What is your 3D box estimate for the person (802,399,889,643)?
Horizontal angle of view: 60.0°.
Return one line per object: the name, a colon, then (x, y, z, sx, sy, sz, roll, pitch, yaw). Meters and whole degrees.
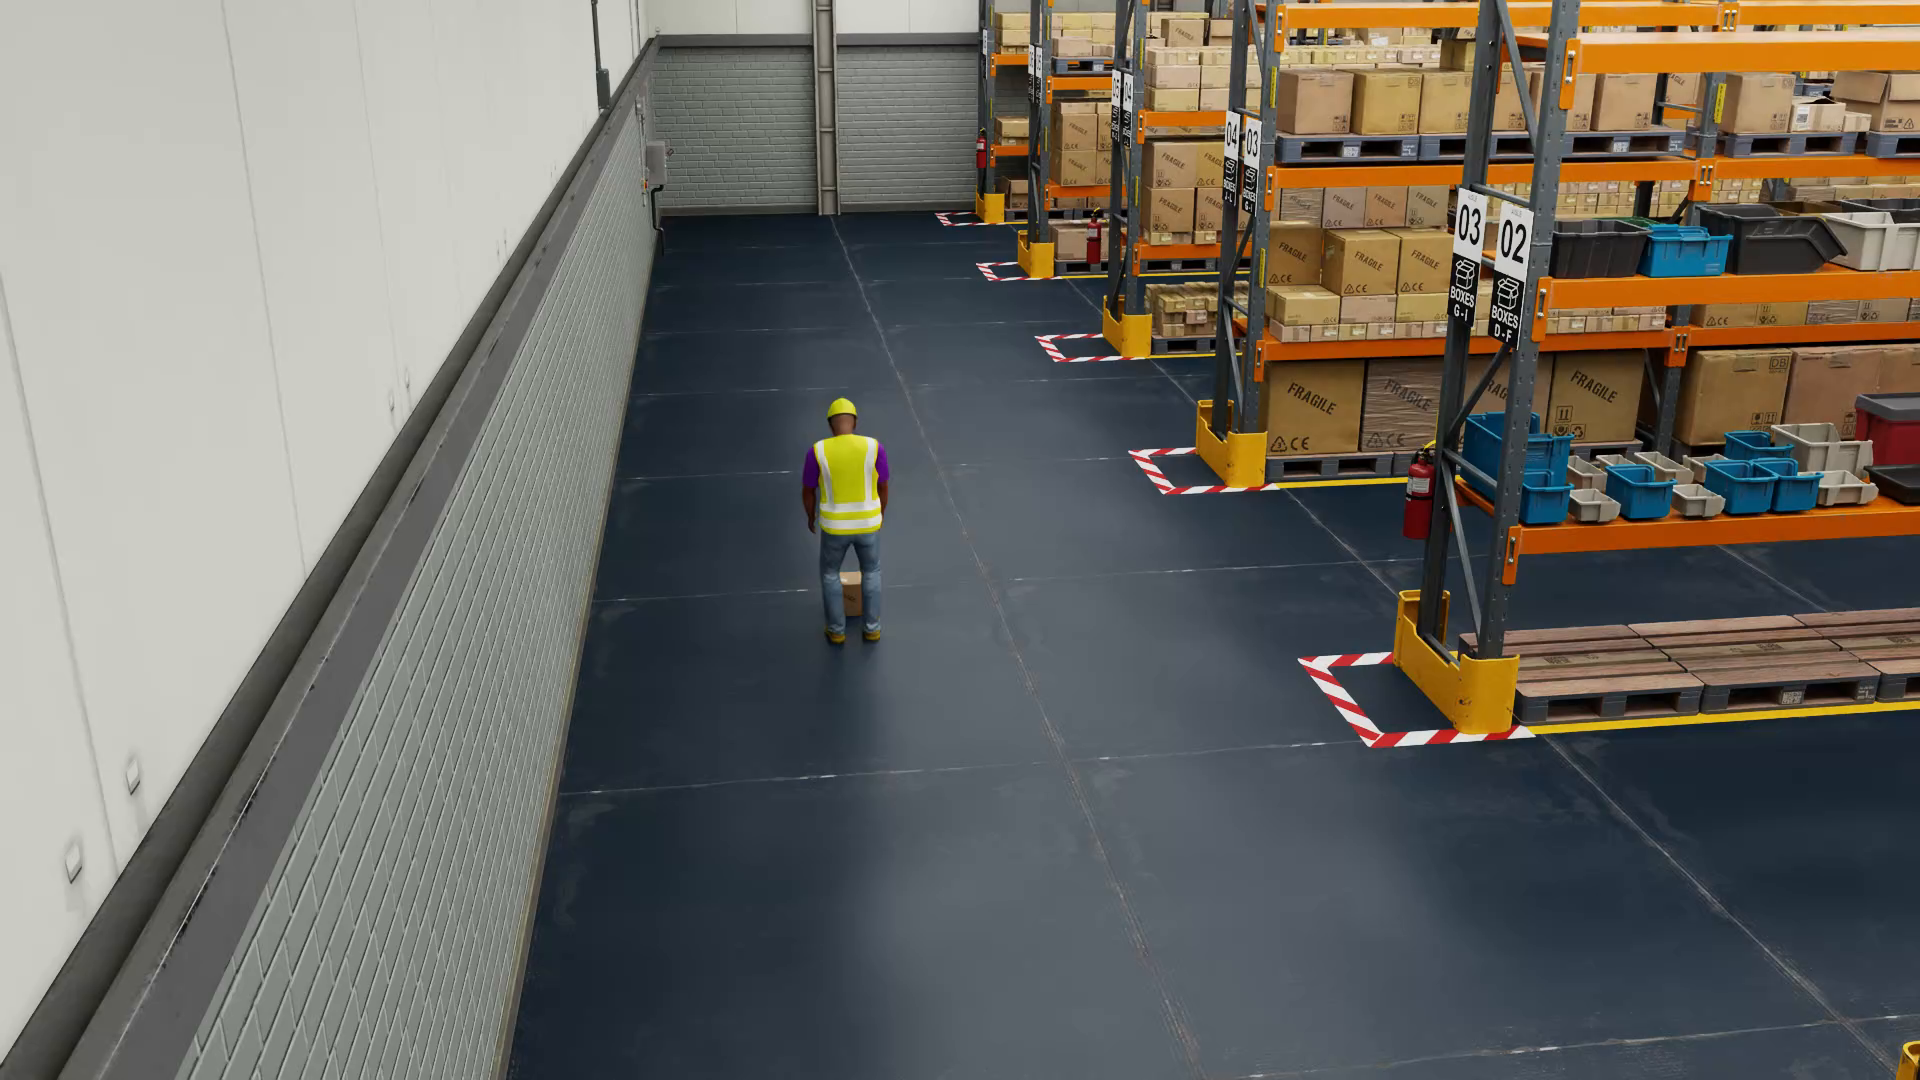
person: (-0.787, -0.125, 11.492, 0.599, 1.695, 0.491, -2, 20, -6)
